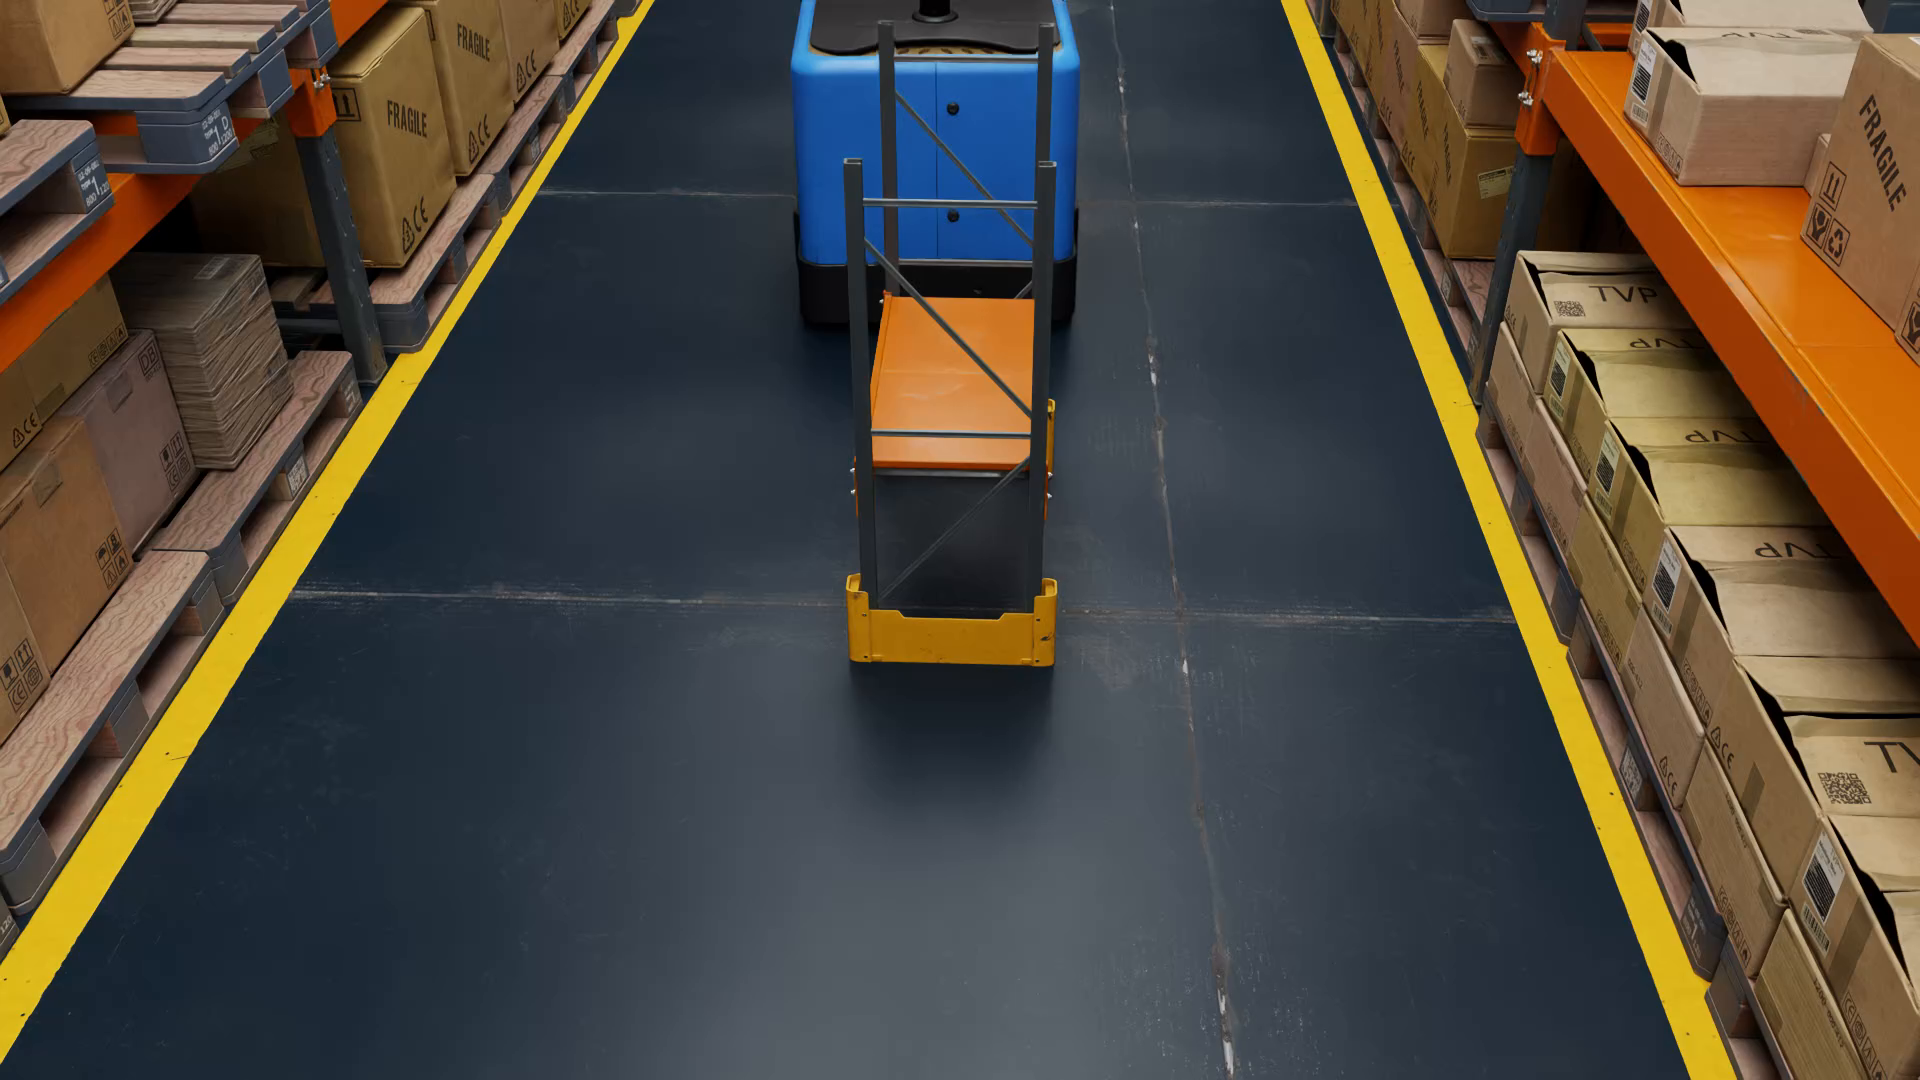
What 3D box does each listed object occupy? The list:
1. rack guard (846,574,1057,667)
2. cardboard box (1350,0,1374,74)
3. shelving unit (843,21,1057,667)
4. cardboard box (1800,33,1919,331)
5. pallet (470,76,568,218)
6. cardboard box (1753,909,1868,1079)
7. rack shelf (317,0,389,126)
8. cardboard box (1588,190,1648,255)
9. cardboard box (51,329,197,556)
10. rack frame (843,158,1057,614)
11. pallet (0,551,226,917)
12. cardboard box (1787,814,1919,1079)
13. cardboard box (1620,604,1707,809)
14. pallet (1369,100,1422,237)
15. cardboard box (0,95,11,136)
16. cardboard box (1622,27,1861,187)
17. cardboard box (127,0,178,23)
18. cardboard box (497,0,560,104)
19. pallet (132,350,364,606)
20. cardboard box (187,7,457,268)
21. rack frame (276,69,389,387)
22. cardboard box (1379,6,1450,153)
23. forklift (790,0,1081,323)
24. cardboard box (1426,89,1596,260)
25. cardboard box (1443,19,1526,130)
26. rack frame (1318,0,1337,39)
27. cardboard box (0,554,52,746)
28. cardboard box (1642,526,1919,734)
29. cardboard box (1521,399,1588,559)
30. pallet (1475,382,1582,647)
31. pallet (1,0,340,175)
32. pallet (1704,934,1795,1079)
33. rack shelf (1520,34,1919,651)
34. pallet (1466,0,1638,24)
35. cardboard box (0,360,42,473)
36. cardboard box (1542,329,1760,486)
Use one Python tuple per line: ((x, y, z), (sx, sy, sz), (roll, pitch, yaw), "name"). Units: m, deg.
((-0.023, 0.228, 4.709), (0.587, 0.250, 0.087), (1, 35, 2), "rack guard")
((2.223, -2.596, 8.127), (0.500, 0.500, 0.500), (2, 35, 3), "cardboard box")
((-0.003, -0.570, 4.756), (0.587, 1.500, 1.083), (1, 35, 2), "shelving unit")
((2.285, -0.797, 3.688), (0.500, 0.500, 0.500), (0, 35, -1), "cardboard box")
((-2.456, -1.842, 7.687), (1.003, 0.211, 1.213), (1, 35, 2), "pallet")
((1.924, 0.996, 3.251), (0.500, 0.250, 0.500), (1, 35, 1), "cardboard box")
((-2.534, -2.687, 7.090), (1.077, 0.370, 4.000), (1, 35, 2), "rack shelf")
((2.639, -1.132, 6.044), (0.500, 0.500, 0.500), (3, 35, 4), "cardboard box")
((-2.728, -0.281, 4.833), (0.700, 0.500, 0.500), (1, 35, 2), "cardboard box")
((-0.024, -0.273, 4.333), (0.500, 1.500, 0.032), (1, 35, 2), "rack frame")
((-2.699, 0.457, 4.417), (1.003, 0.211, 1.213), (1, 35, 2), "pallet")
((1.919, 0.763, 3.093), (0.500, 0.311, 0.500), (2, 35, 3), "cardboard box")
((1.966, 0.409, 4.085), (0.500, 0.250, 0.500), (2, 35, 3), "cardboard box")
((2.455, -1.706, 7.494), (1.003, 0.211, 1.213), (1, 35, 2), "pallet")
((-2.651, -1.067, 3.689), (0.700, 0.500, 0.500), (1, 35, 2), "cardboard box")
((2.106, -1.174, 4.390), (0.500, 0.311, 0.500), (1, 35, 1), "cardboard box")
((-2.623, -1.783, 4.709), (0.700, 0.500, 0.500), (-3, 35, -4), "cardboard box")
((-2.383, -2.536, 7.753), (0.750, 0.750, 0.750), (2, 35, 3), "cardboard box")
((-2.647, -0.243, 5.411), (1.003, 0.211, 1.213), (1, 35, 2), "pallet")
((-2.454, -1.544, 6.343), (0.750, 0.750, 0.750), (1, 35, 1), "cardboard box")
((-2.614, -1.832, 5.248), (1.000, 3.000, 0.127), (1, 35, 2), "rack frame")
((2.175, -2.019, 7.306), (0.500, 0.500, 0.500), (0, 35, 0), "cardboard box")
((-0.118, -2.835, 6.735), (1.130, 2.935, 3.031), (-1, 35, -1), "forklift")
((2.139, -1.420, 6.453), (0.500, 0.500, 0.500), (3, 35, 4), "cardboard box")
((2.137, -1.759, 6.284), (0.500, 0.250, 0.500), (3, 35, 4), "cardboard box")
((2.496, -4.018, 8.359), (1.000, 3.000, 0.127), (1, 35, 2), "rack frame")
((-2.730, 0.295, 4.013), (0.700, 0.500, 0.500), (2, 35, 2), "cardboard box")
((1.966, 0.188, 3.912), (0.500, 0.311, 0.500), (1, 35, 1), "cardboard box")
((2.002, -0.184, 4.929), (0.500, 0.250, 0.500), (0, 35, 1), "cardboard box")
((2.264, -0.107, 5.219), (1.003, 0.211, 1.213), (1, 35, 2), "pallet")
((-2.536, -1.342, 4.718), (1.213, 0.211, 1.003), (1, 35, 2), "pallet")
((2.166, 1.295, 3.224), (1.003, 0.211, 1.213), (1, 35, 2), "pallet")
((2.255, -0.277, 3.661), (1.077, 0.370, 4.000), (1, 35, 2), "rack shelf")
((2.293, -2.033, 5.700), (1.213, 0.211, 1.003), (1, 35, 2), "pallet")
((-2.692, -0.260, 4.150), (0.500, 0.250, 0.500), (1, 35, 2), "cardboard box")
((2.008, -0.400, 4.749), (0.500, 0.311, 0.500), (1, 35, 1), "cardboard box")
